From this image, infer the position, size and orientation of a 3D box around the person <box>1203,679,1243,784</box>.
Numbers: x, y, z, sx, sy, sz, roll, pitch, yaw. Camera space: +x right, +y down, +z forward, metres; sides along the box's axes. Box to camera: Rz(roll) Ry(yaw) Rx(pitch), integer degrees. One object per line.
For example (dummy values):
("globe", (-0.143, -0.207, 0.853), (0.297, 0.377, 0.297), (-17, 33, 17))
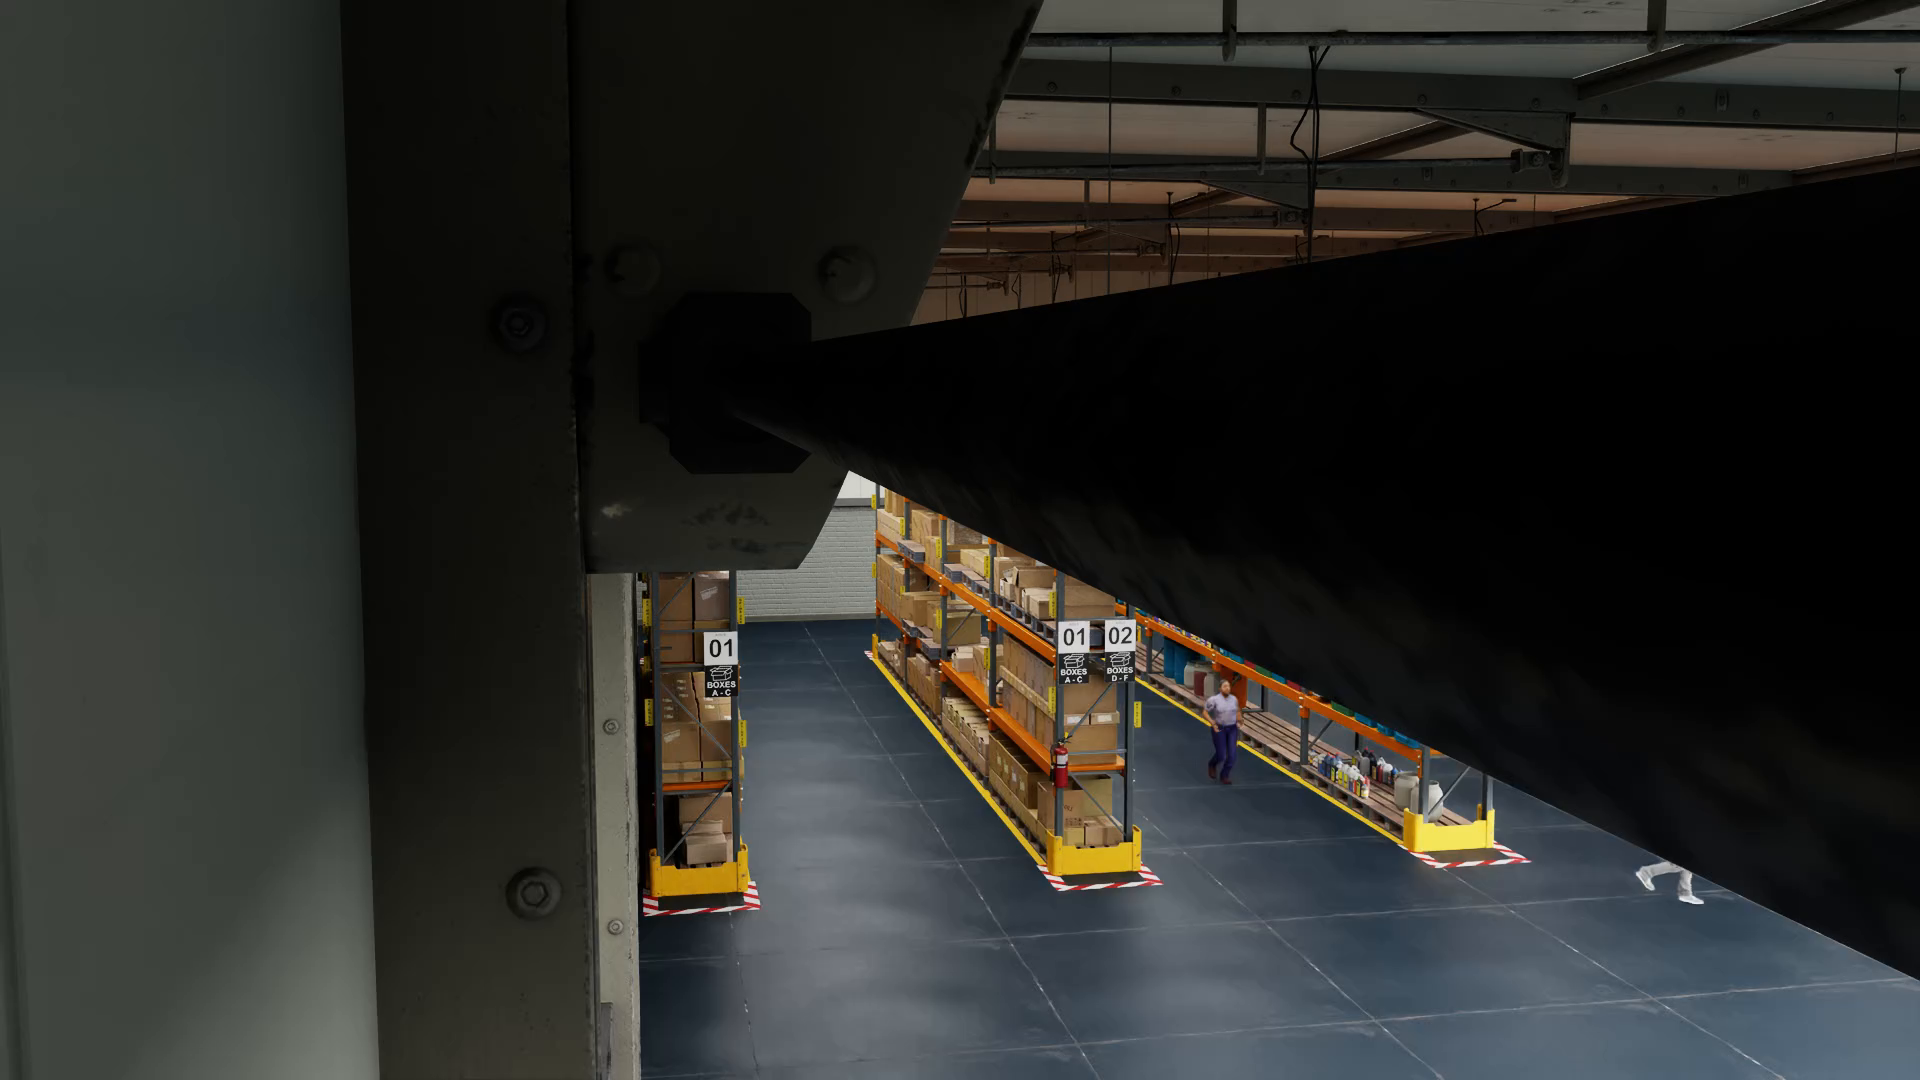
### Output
("person", (4.049, 2.930, 25.392), (0.601, 1.599, 0.563), (-2, 6, -16))

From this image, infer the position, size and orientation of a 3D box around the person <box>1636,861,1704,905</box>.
("person", (8.478, 3.526, 19.792), (0.751, 1.570, 0.548), (3, 6, 25))
